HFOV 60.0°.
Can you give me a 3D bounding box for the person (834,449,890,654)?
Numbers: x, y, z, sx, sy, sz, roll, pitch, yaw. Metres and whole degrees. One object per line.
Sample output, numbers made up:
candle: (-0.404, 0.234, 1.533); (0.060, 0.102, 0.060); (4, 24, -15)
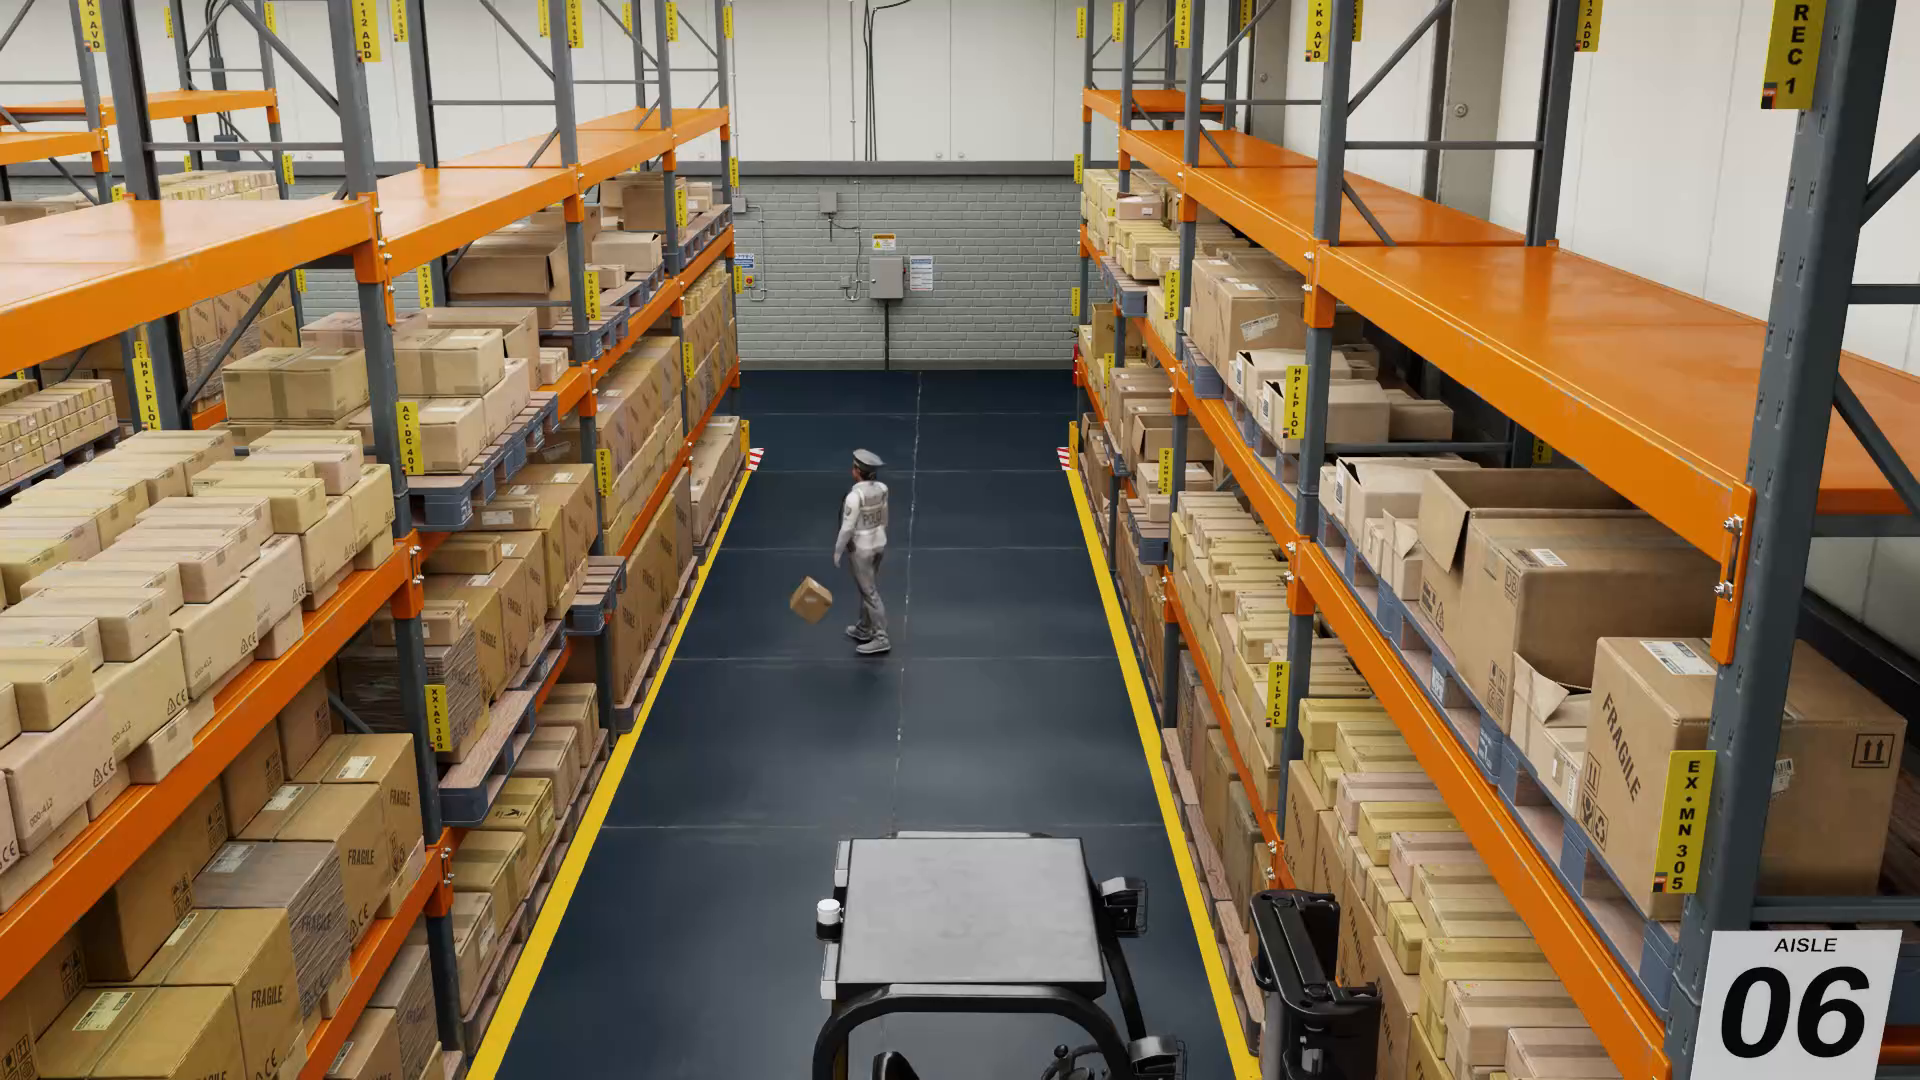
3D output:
person: (-0.792, 0.073, 13.765); (0.597, 1.681, 0.584); (11, 21, 32)
